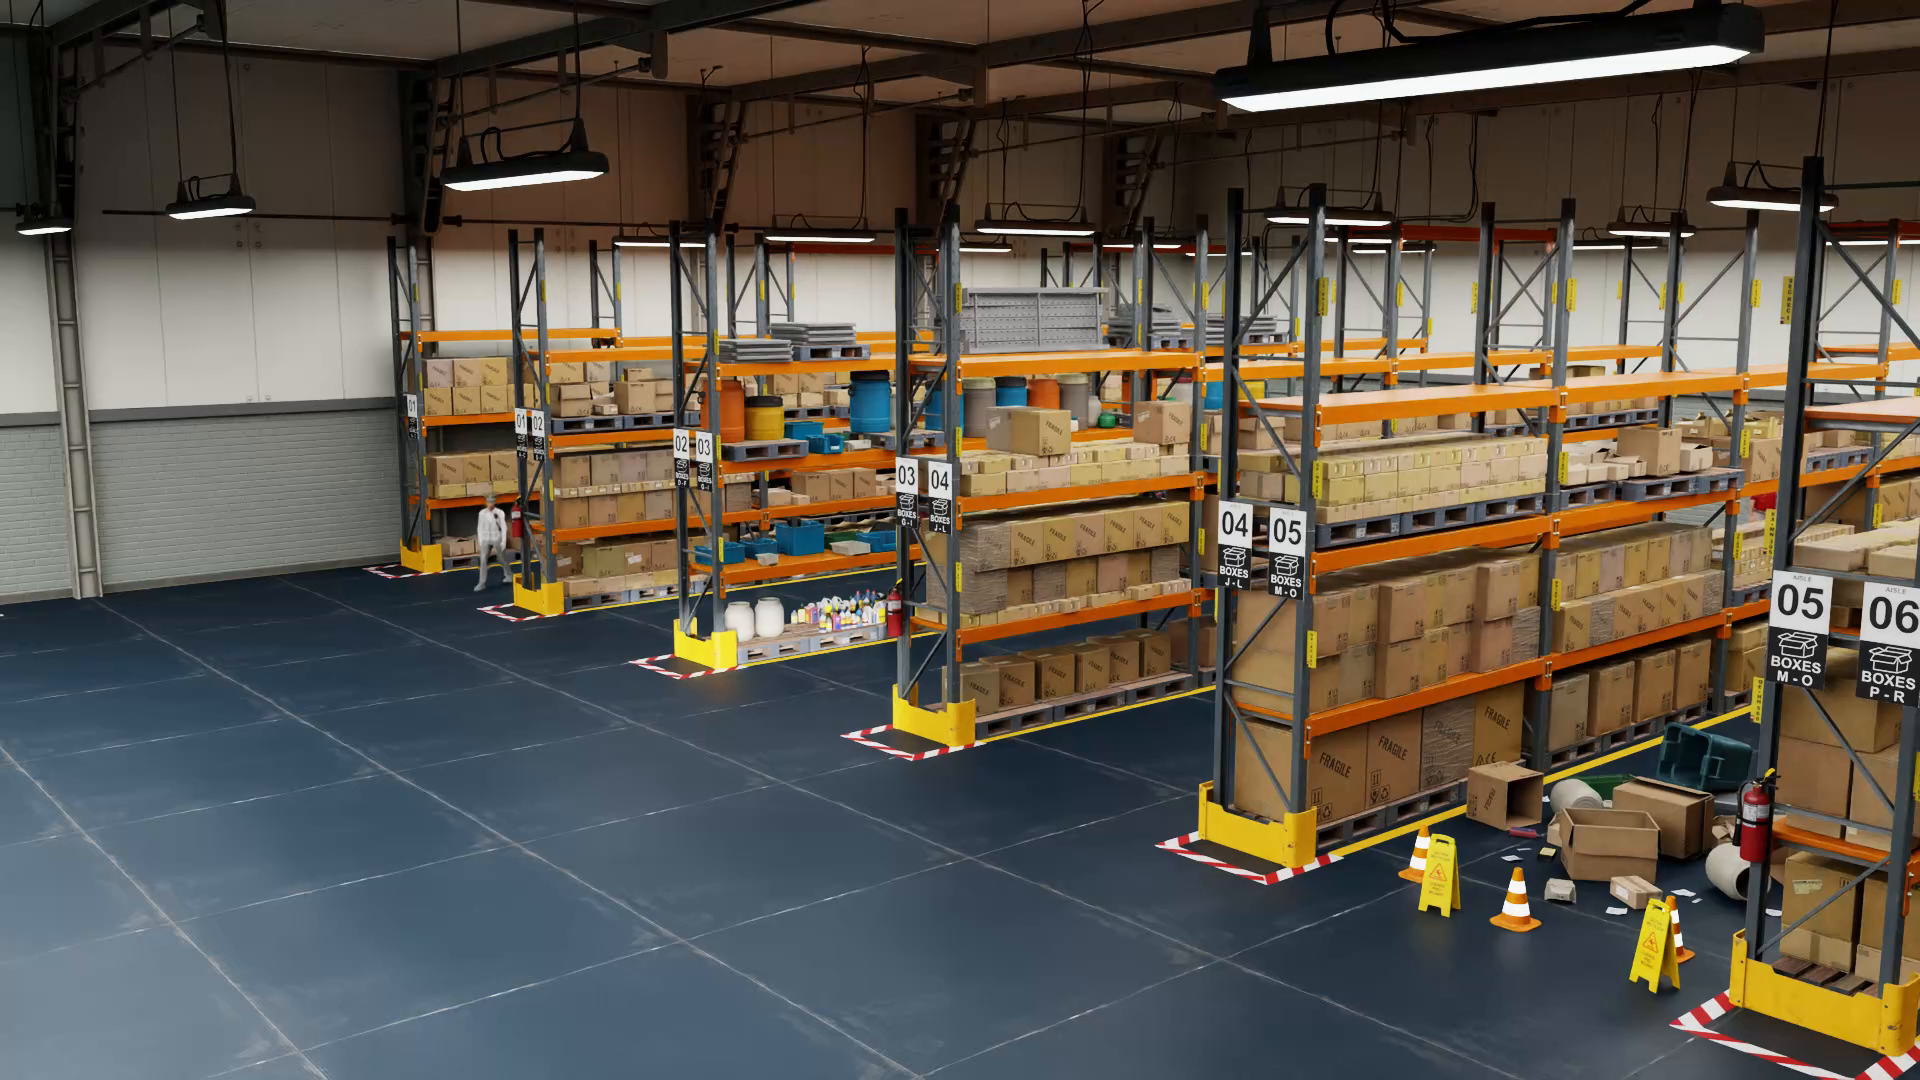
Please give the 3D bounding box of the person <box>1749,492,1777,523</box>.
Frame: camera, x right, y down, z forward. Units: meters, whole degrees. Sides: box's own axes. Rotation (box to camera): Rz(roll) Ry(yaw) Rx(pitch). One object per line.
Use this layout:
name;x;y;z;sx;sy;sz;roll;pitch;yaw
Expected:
person;14.856;-0.430;30.850;0.593;1.715;0.660;-2;9;-16

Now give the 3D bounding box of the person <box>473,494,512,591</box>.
person;-7.954;0.002;28.280;0.557;1.596;1.073;1;9;8
